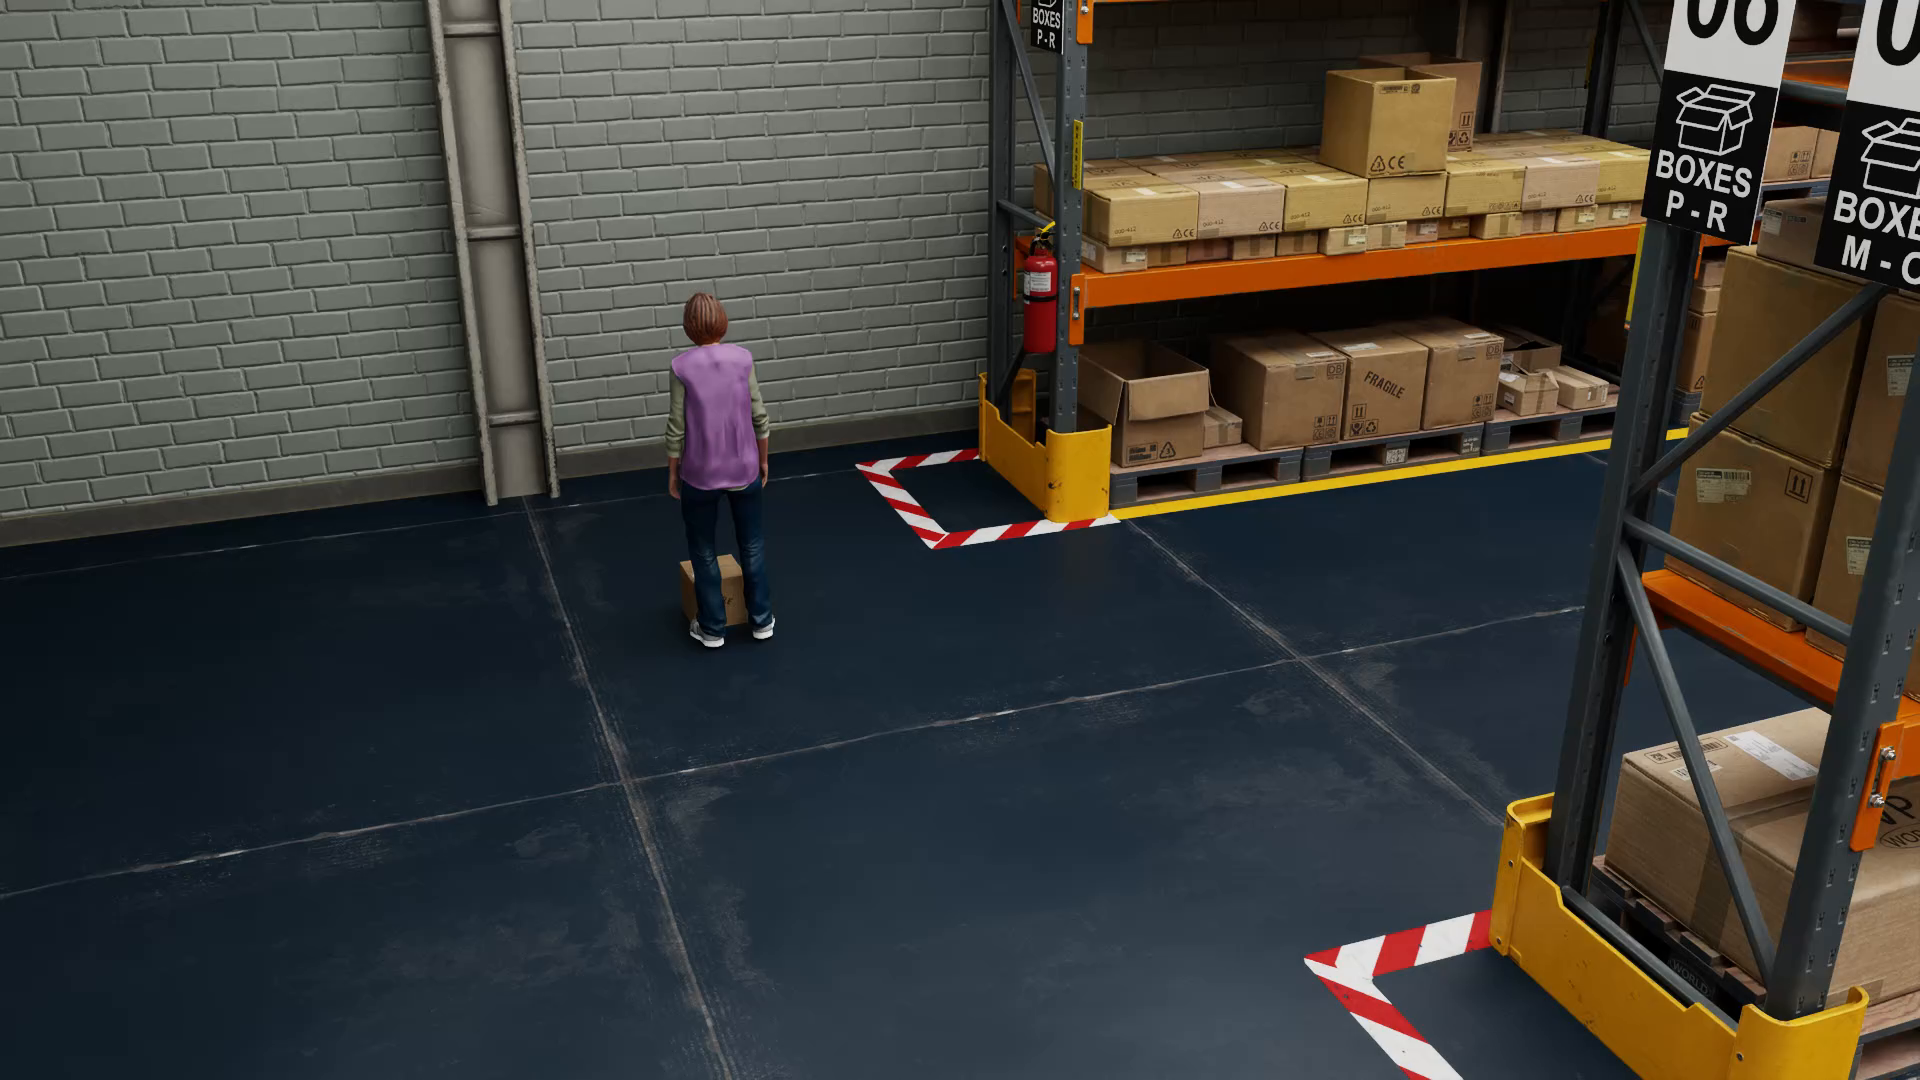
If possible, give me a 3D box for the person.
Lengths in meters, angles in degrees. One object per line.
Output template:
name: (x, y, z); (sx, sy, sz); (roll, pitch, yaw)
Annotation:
person: (-1.053, -0.288, 7.290); (0.463, 1.593, 0.344); (-8, 24, -19)
